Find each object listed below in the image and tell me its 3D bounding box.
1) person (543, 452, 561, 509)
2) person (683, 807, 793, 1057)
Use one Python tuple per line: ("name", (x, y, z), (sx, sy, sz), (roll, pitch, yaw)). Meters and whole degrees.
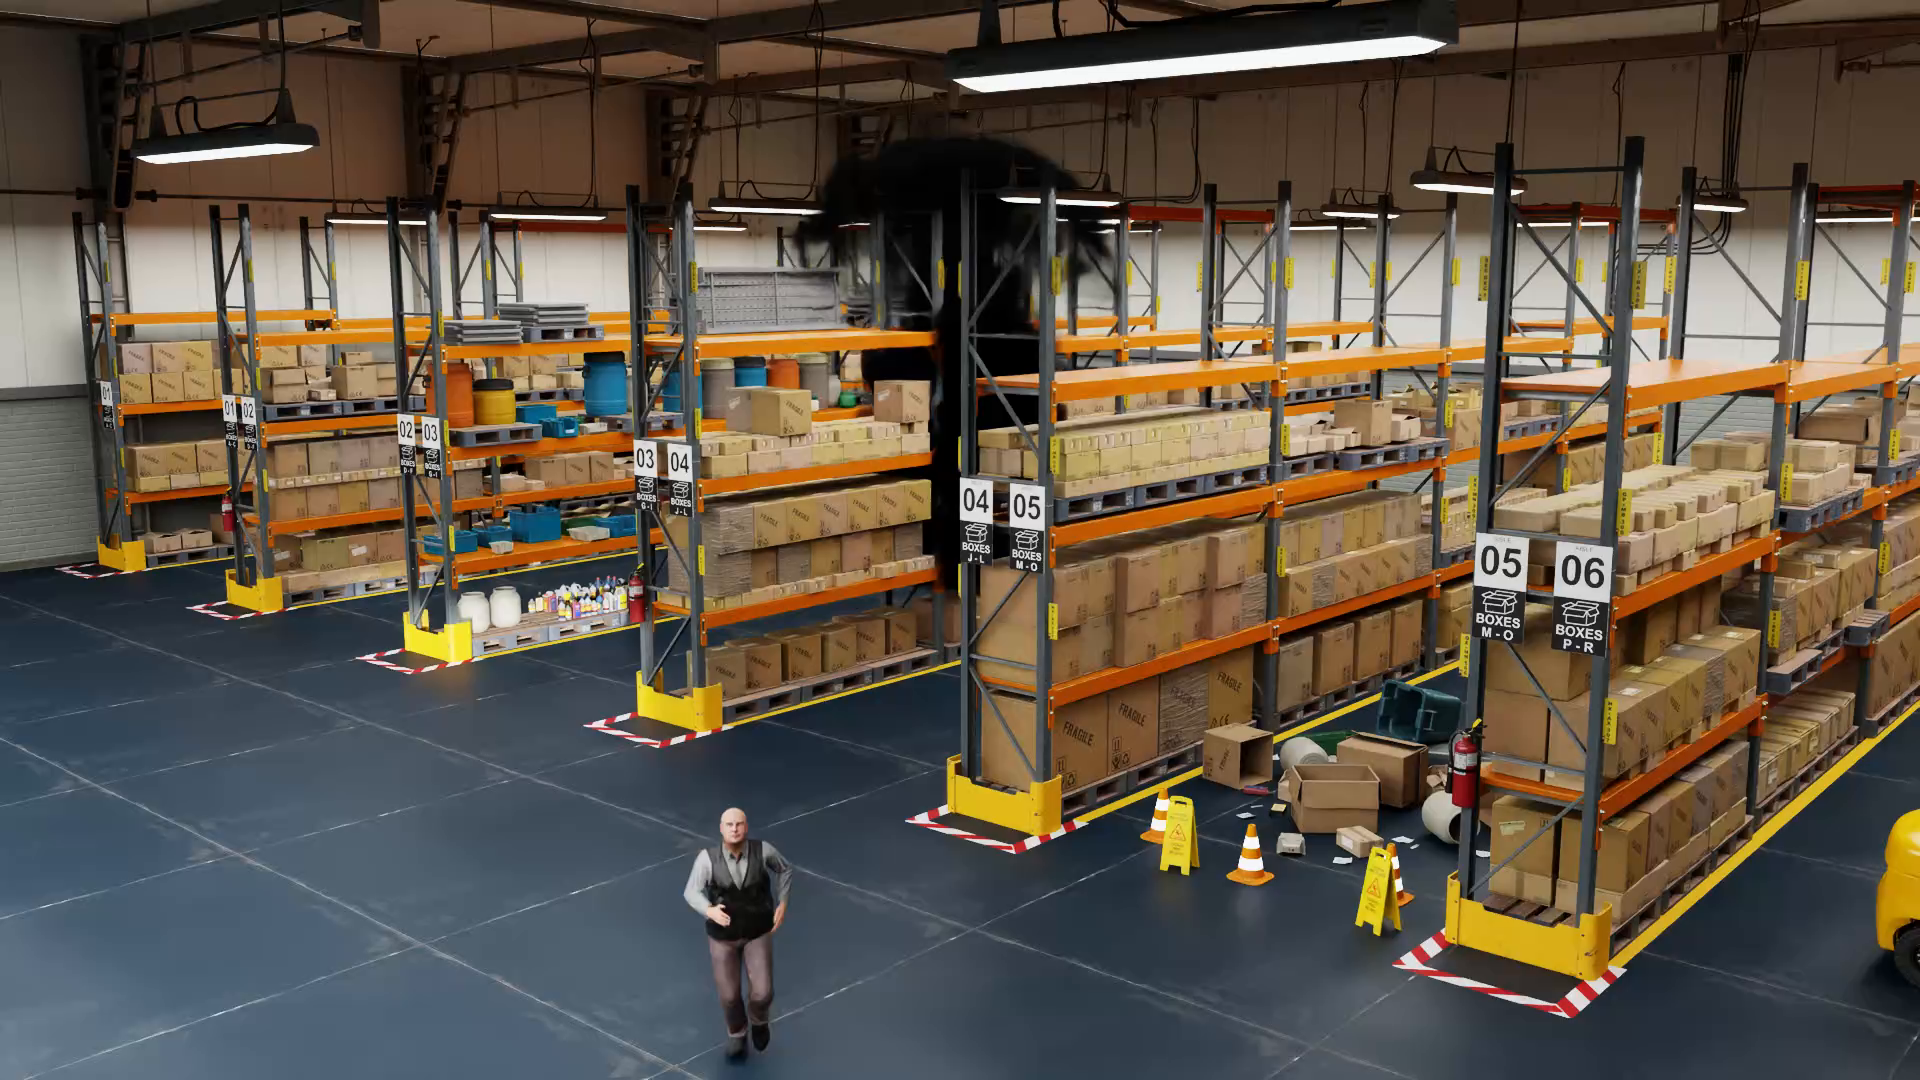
("person", (-7.849, -0.923, 32.142), (0.503, 1.546, 0.493), (6, 11, 33))
("person", (-1.417, 2.563, 10.733), (0.711, 1.690, 0.583), (-2, 10, -9))
